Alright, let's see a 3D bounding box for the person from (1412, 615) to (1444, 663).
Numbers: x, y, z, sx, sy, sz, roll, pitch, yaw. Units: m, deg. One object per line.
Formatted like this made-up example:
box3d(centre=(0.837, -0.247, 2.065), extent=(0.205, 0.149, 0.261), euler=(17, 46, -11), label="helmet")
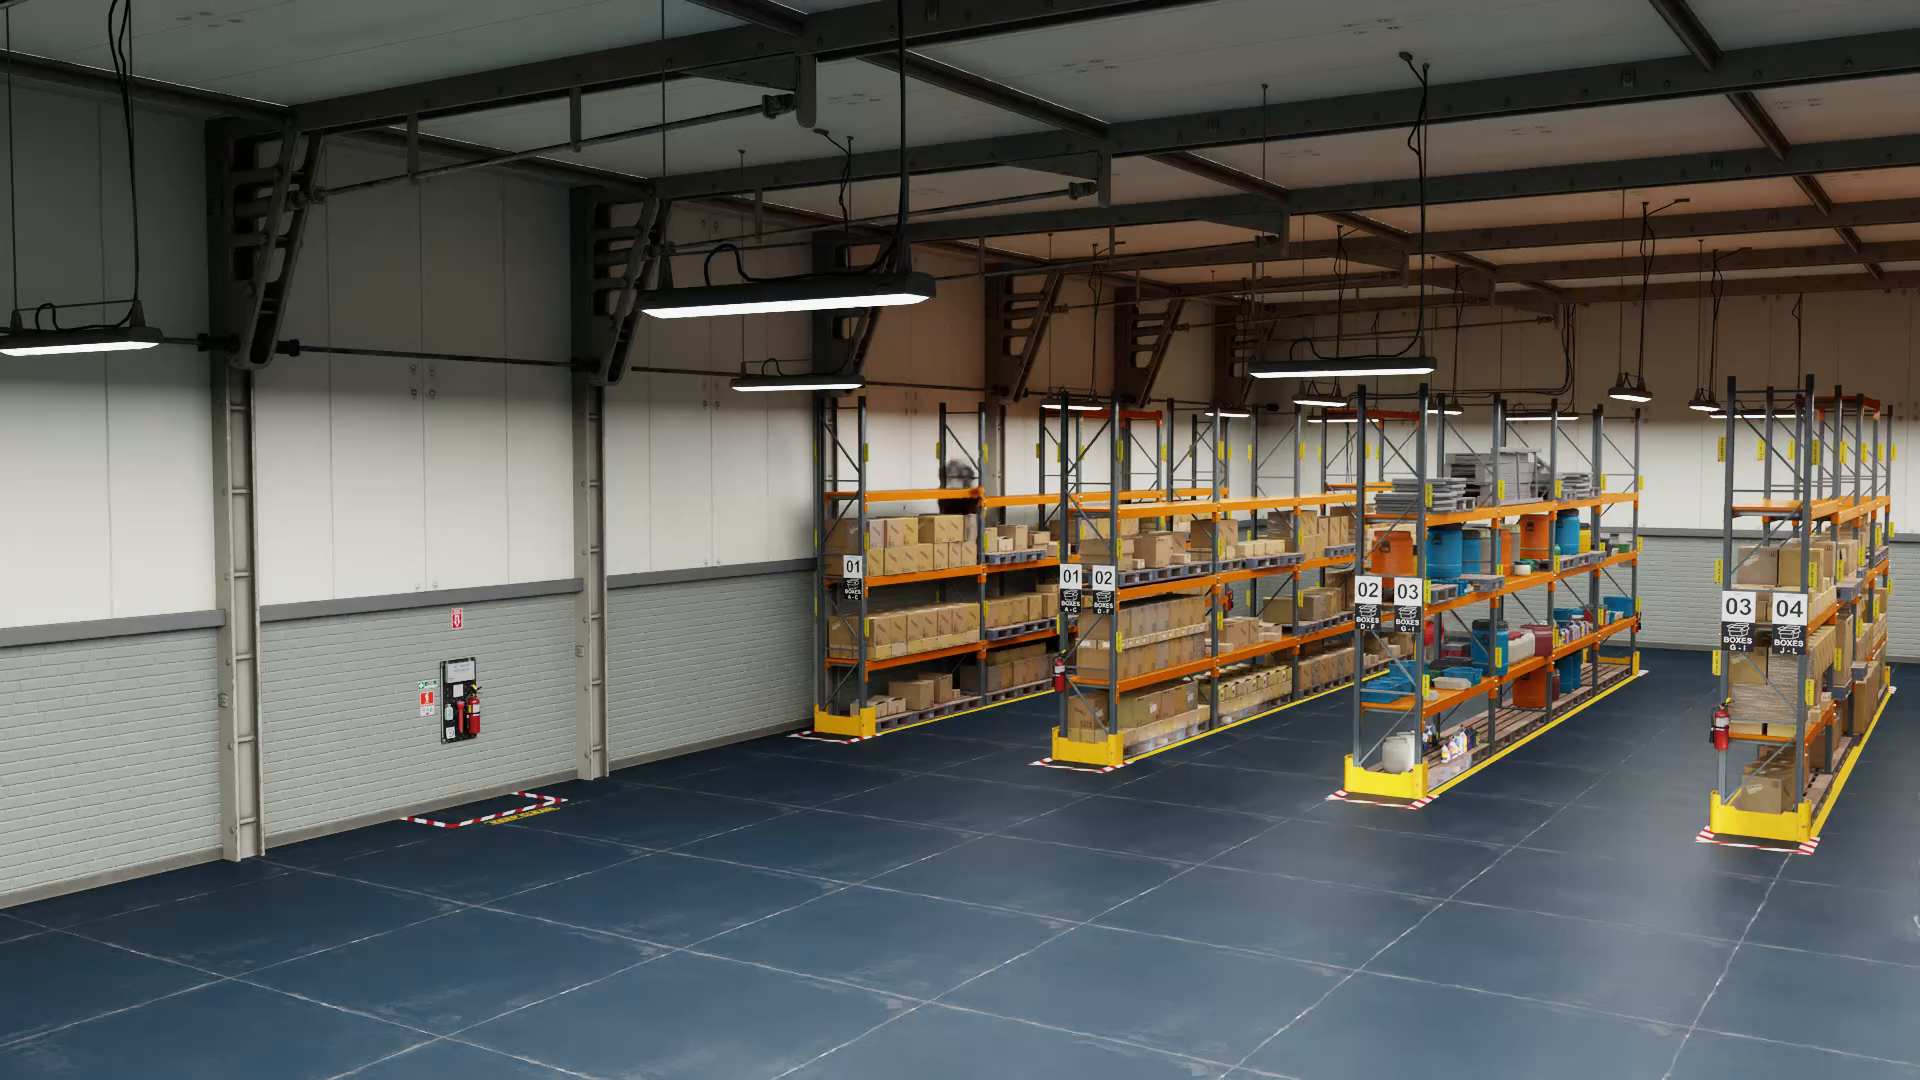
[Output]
box3d(centre=(9.686, 2.357, 34.476), extent=(0.602, 1.792, 0.829), euler=(1, 3, 23), label="person")
